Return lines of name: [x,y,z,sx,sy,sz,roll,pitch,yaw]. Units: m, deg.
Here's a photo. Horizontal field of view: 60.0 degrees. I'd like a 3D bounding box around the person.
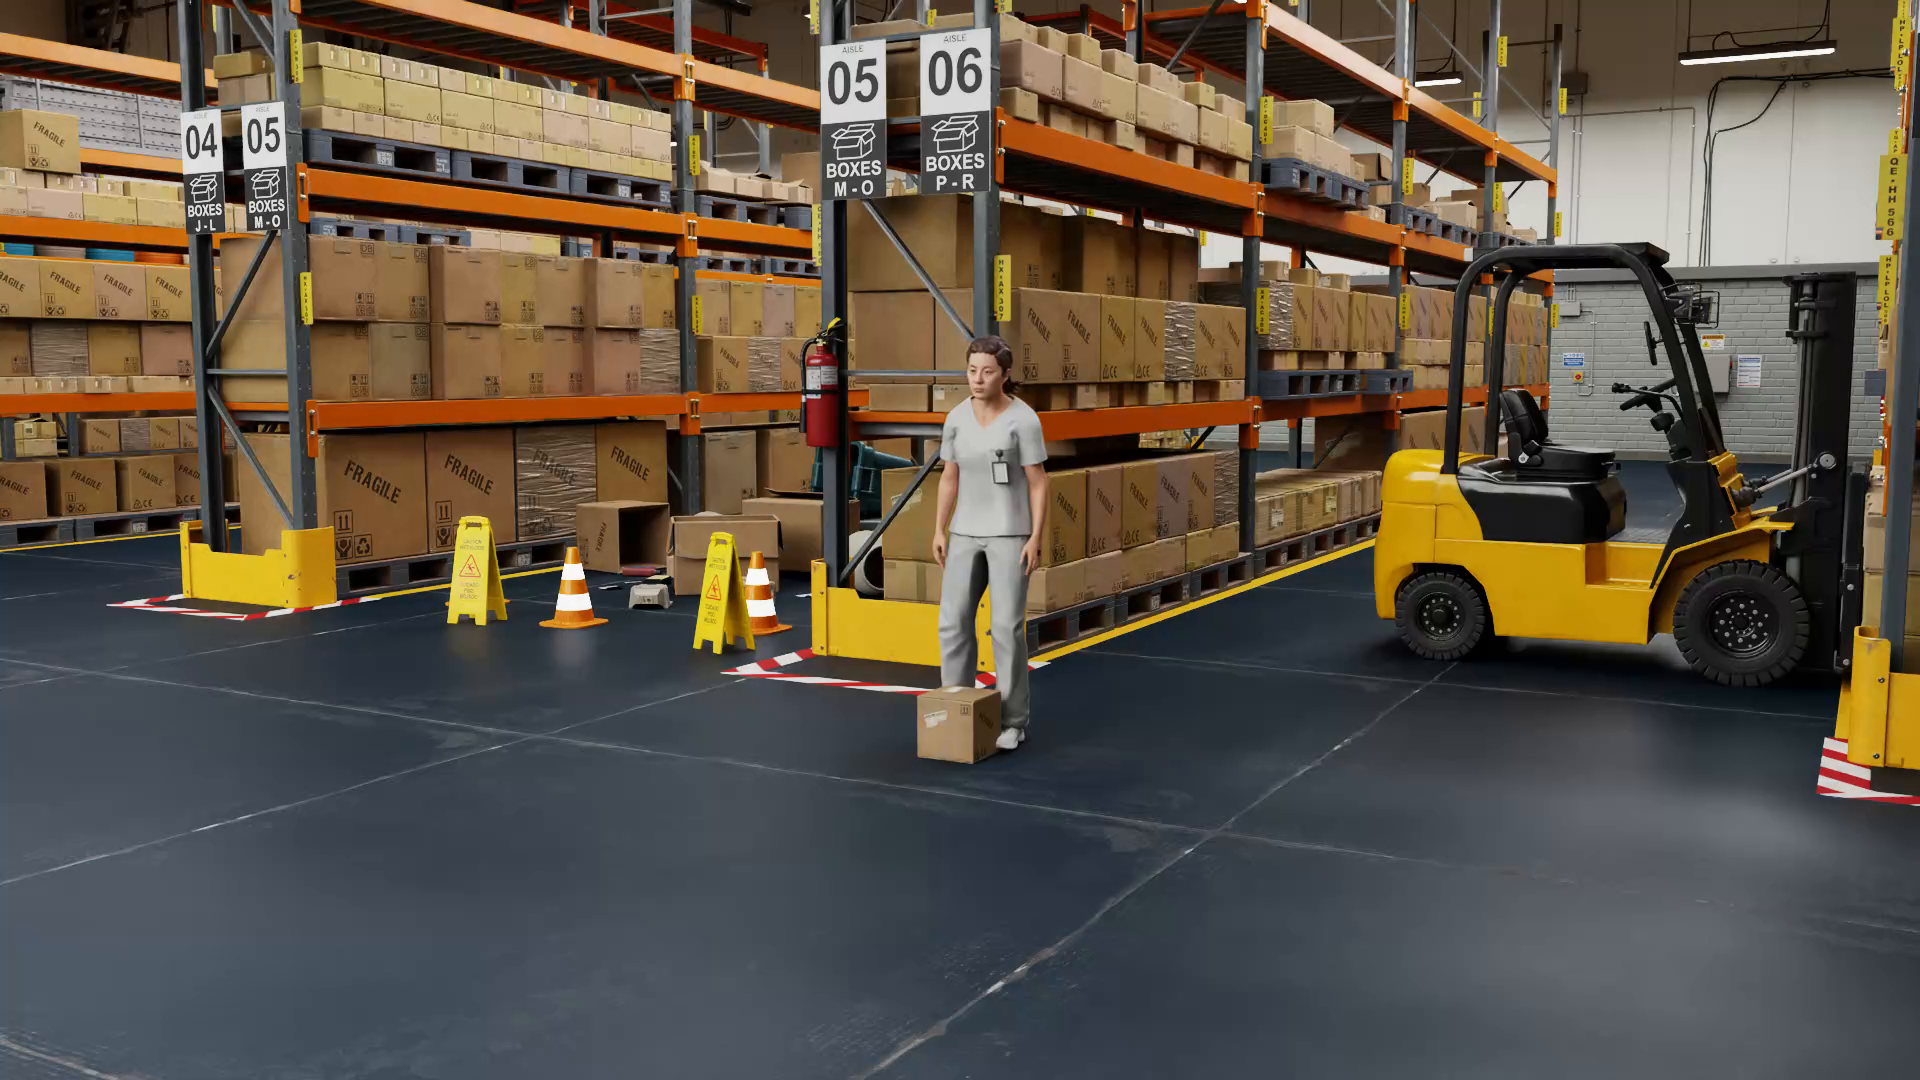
person: [0.110,0.005,6.796,0.504,1.671,0.362,3,7,25]
